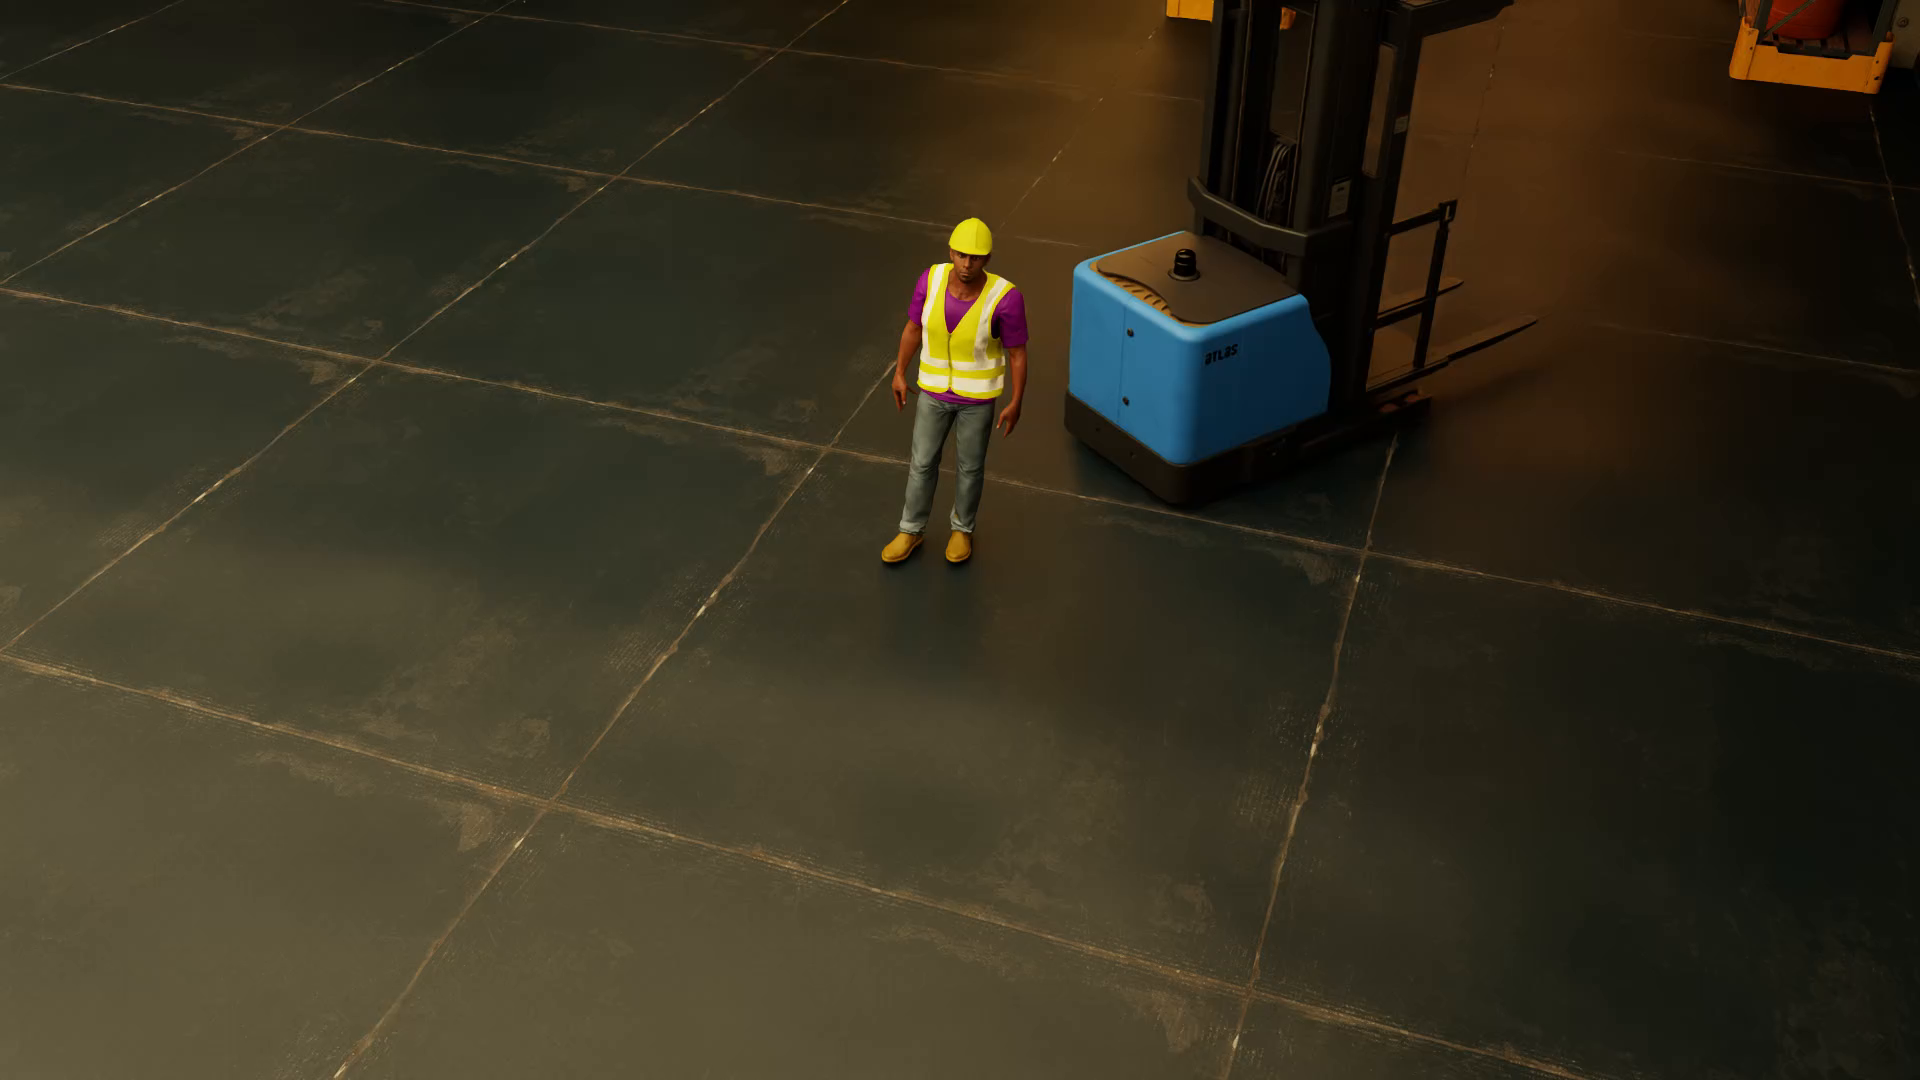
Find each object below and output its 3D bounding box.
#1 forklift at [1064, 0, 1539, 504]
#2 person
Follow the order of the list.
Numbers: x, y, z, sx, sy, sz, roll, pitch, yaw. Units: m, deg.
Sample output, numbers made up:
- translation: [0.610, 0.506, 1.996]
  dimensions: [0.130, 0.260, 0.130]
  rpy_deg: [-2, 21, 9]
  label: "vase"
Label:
- translation: [2.100, -2.041, 8.989]
  dimensions: [3.031, 2.935, 1.130]
  rpy_deg: [-21, 40, -27]
  label: "forklift"
- translation: [-0.028, -0.689, 8.077]
  dimensions: [0.665, 1.769, 0.574]
  rpy_deg: [12, 37, 16]
  label: "person"
